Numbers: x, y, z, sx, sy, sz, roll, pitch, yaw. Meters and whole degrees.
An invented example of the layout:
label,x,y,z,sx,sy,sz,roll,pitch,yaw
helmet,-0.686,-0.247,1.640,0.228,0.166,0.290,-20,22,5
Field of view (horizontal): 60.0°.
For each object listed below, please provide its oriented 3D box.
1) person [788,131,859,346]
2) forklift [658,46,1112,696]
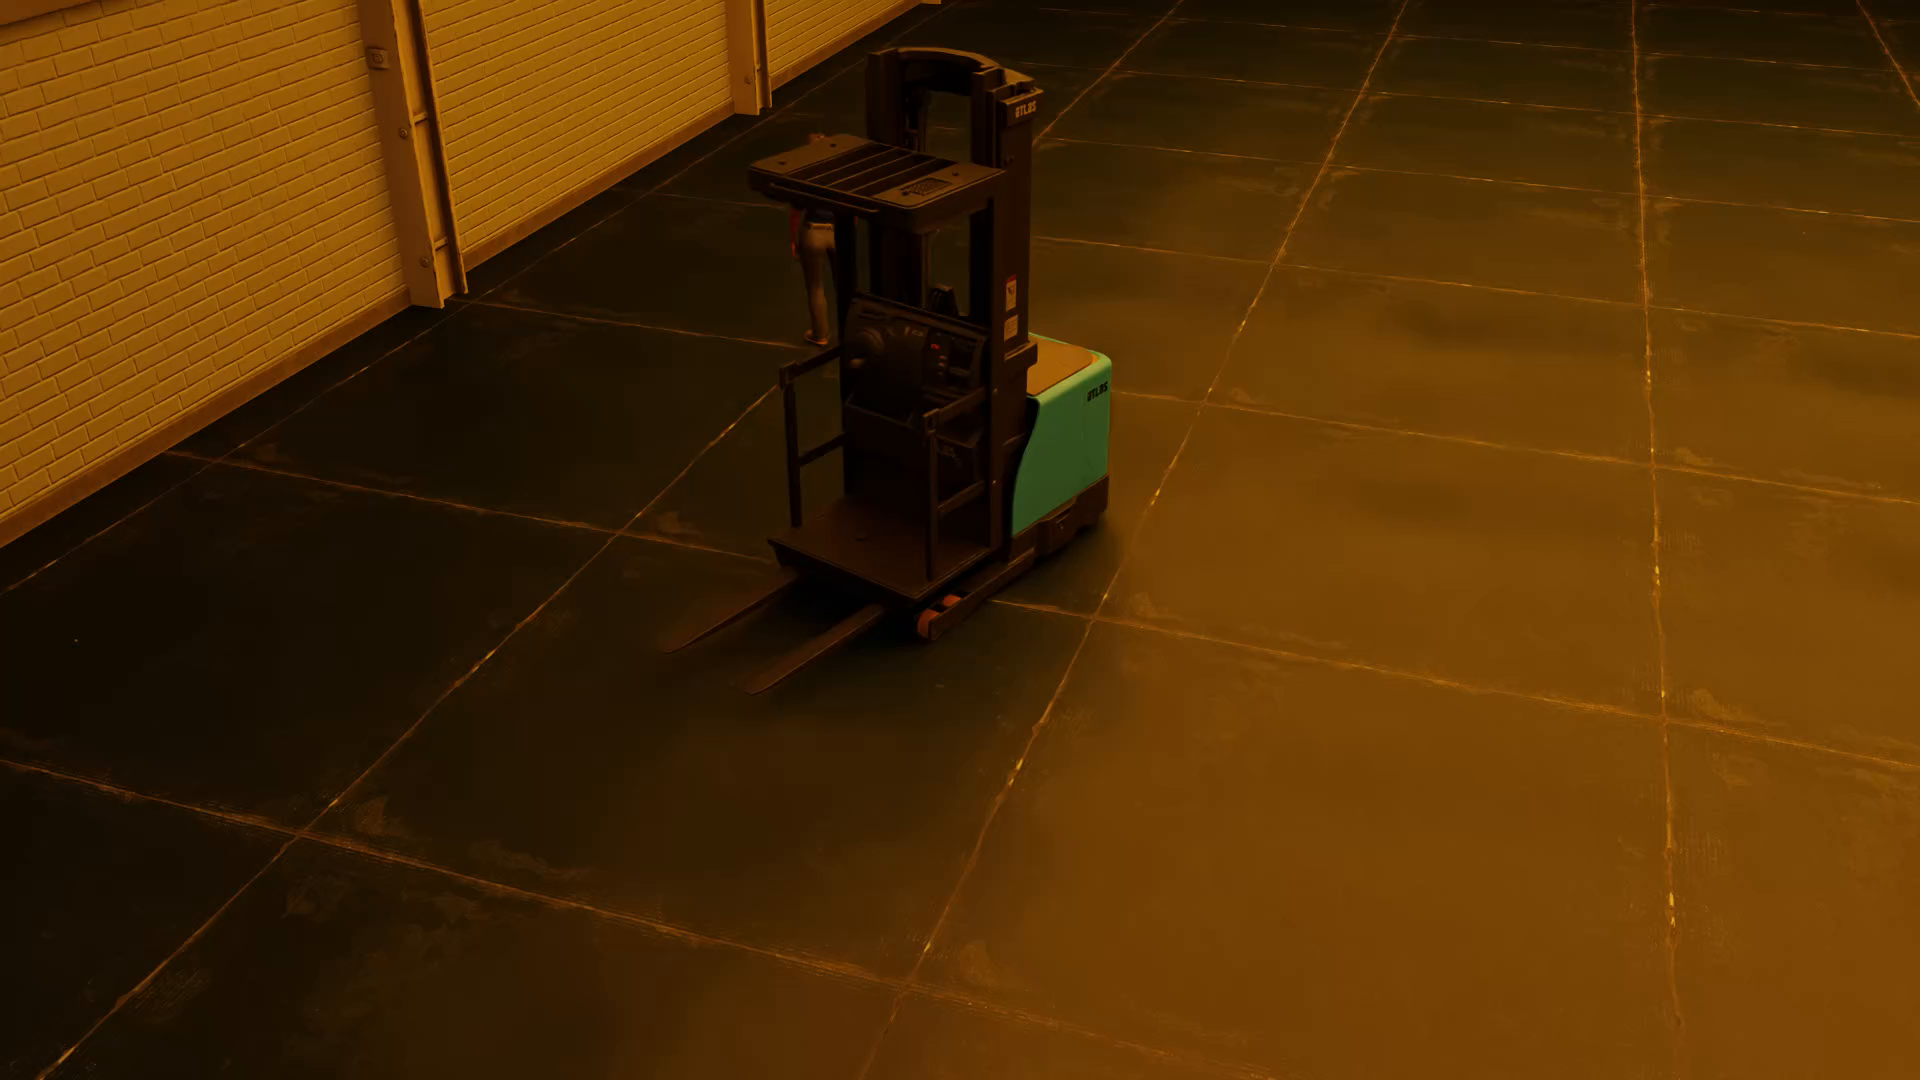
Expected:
label,x,y,z,sx,sy,sz,roll,pitch,yaw
person,-1.021,-2.240,12.362,0.537,1.669,0.456,-8,31,-14
forklift,-0.382,-1.000,8.891,1.130,2.935,3.031,21,36,32
